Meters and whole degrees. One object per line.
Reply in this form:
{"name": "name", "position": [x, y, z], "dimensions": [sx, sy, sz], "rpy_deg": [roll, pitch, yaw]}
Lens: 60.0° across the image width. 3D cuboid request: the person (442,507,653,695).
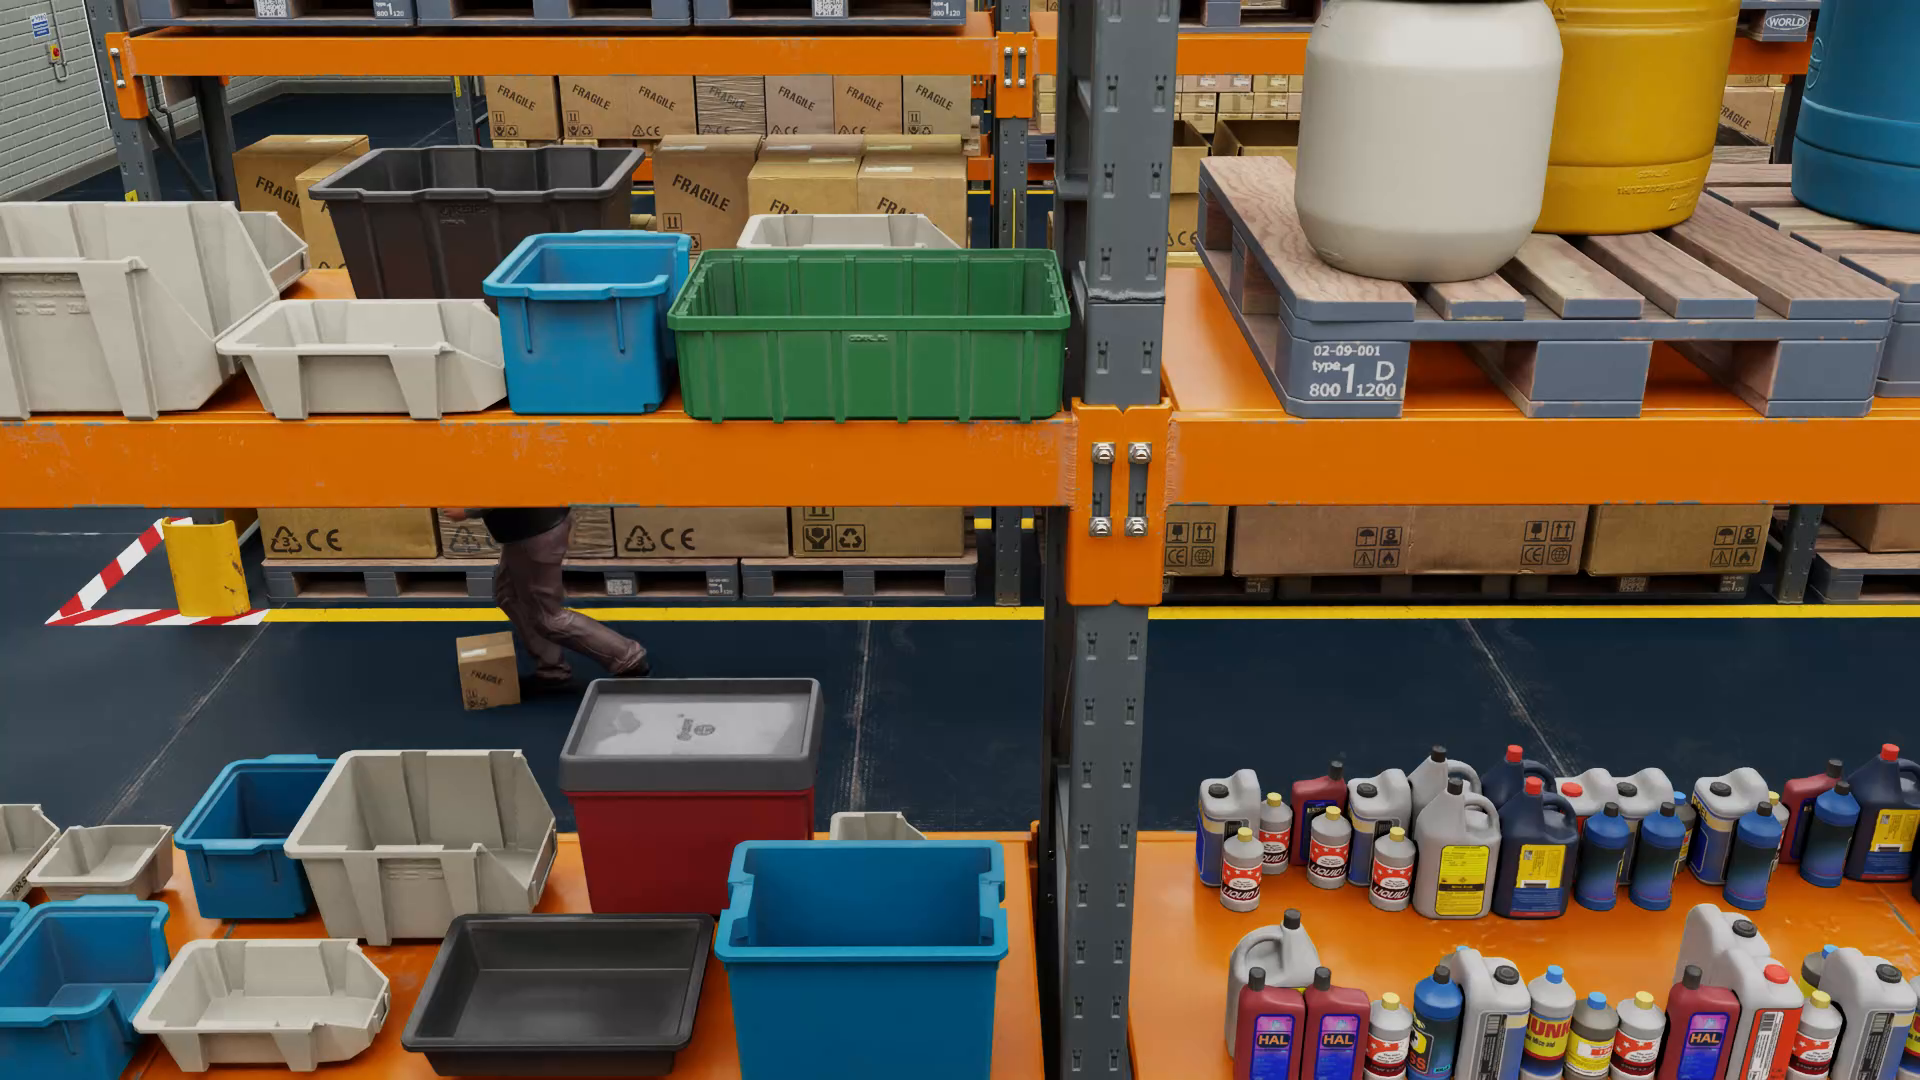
{"name": "person", "position": [-1.820, -0.049, 7.335], "dimensions": [0.872, 1.651, 0.650], "rpy_deg": [0, 24, 0]}
